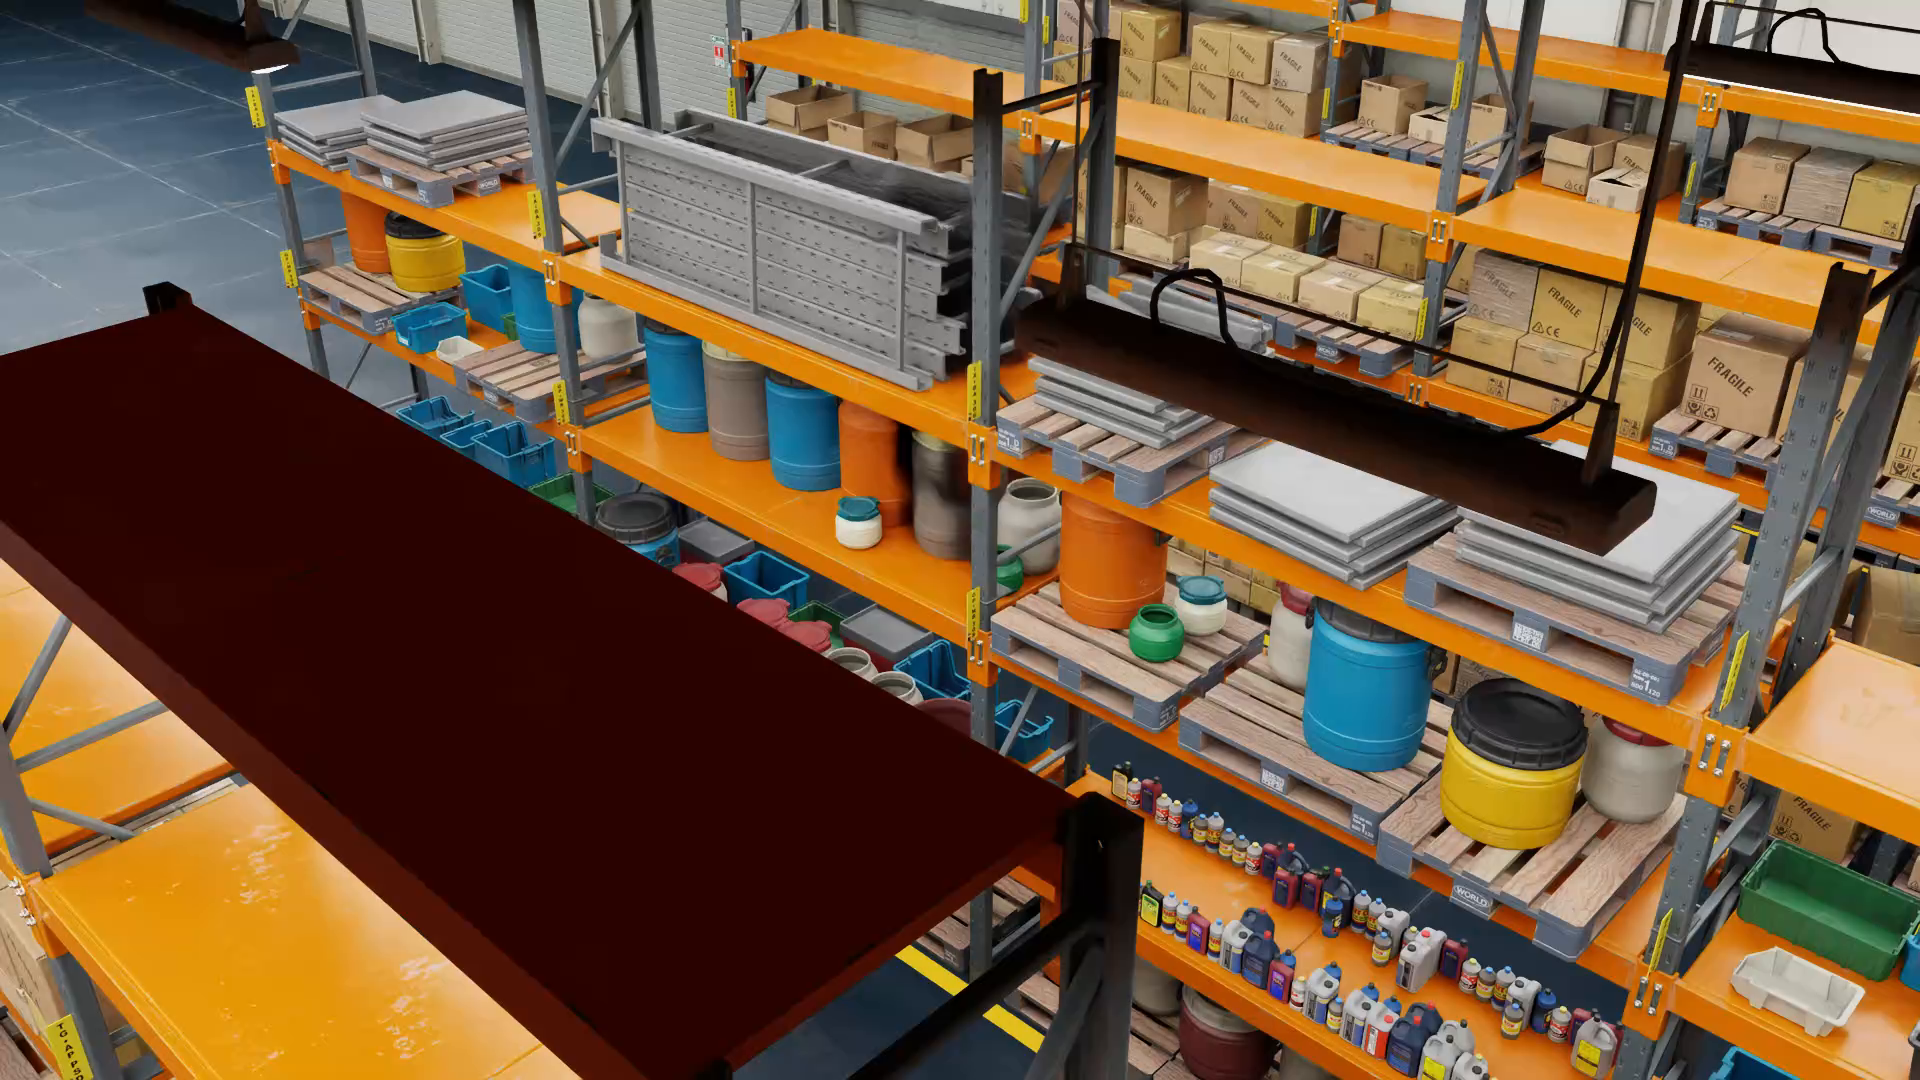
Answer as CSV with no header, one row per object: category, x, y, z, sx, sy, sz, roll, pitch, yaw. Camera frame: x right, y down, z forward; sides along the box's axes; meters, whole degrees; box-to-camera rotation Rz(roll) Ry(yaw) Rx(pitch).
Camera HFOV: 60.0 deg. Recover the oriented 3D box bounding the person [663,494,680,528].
person,-2.496,-0.591,15.708,0.806,1.619,0.606,17,34,28
